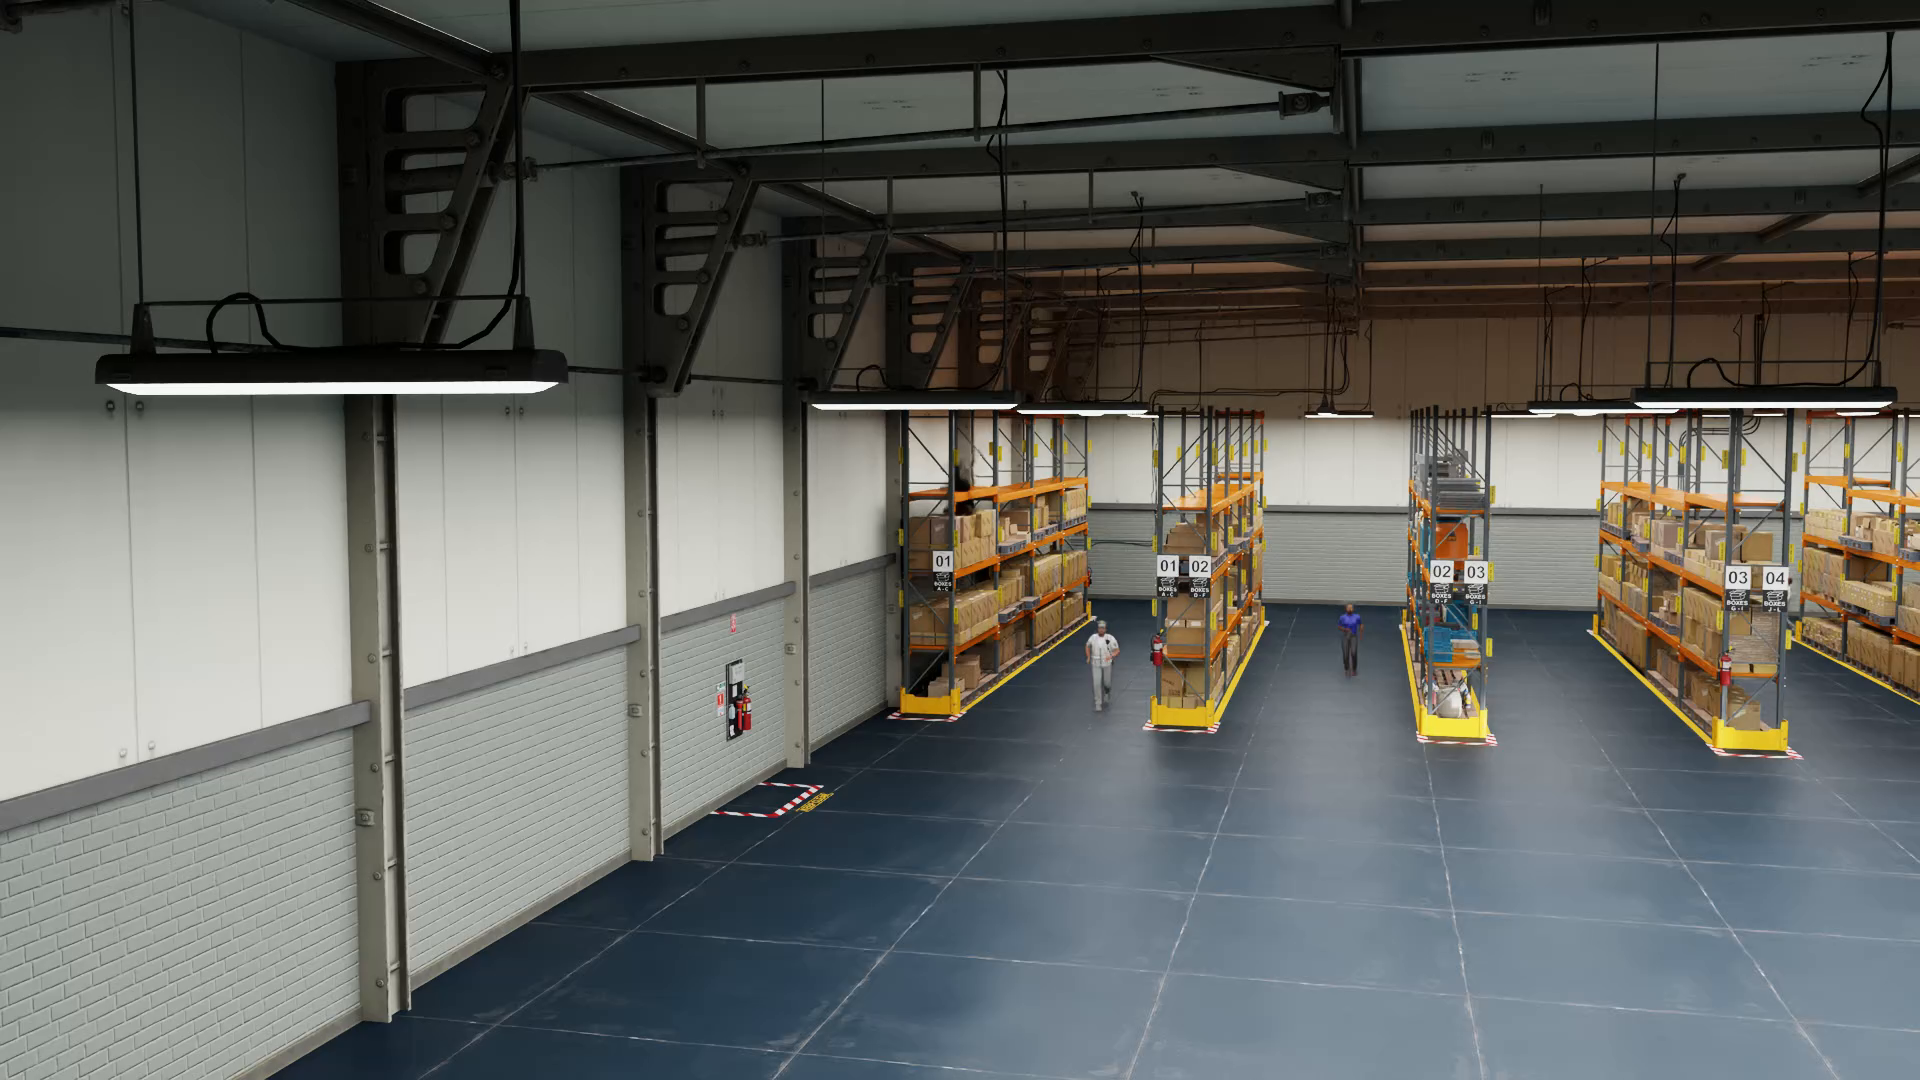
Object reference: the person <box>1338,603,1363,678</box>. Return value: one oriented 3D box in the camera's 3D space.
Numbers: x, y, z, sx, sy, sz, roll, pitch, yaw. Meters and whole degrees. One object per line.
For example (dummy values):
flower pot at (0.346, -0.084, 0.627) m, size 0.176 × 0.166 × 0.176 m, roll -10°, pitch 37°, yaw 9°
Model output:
person at (8.710, 2.241, 37.094) m, size 0.544 × 1.664 × 0.688 m, roll 1°, pitch 4°, yaw 14°

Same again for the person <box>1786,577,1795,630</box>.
person at (22.079, 1.741, 44.708) m, size 0.731 × 1.548 × 0.654 m, roll 2°, pitch 4°, yaw 21°

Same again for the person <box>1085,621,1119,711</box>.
person at (2.813, 2.465, 33.018) m, size 0.690 × 1.759 × 0.907 m, roll 1°, pitch 4°, yaw 10°
